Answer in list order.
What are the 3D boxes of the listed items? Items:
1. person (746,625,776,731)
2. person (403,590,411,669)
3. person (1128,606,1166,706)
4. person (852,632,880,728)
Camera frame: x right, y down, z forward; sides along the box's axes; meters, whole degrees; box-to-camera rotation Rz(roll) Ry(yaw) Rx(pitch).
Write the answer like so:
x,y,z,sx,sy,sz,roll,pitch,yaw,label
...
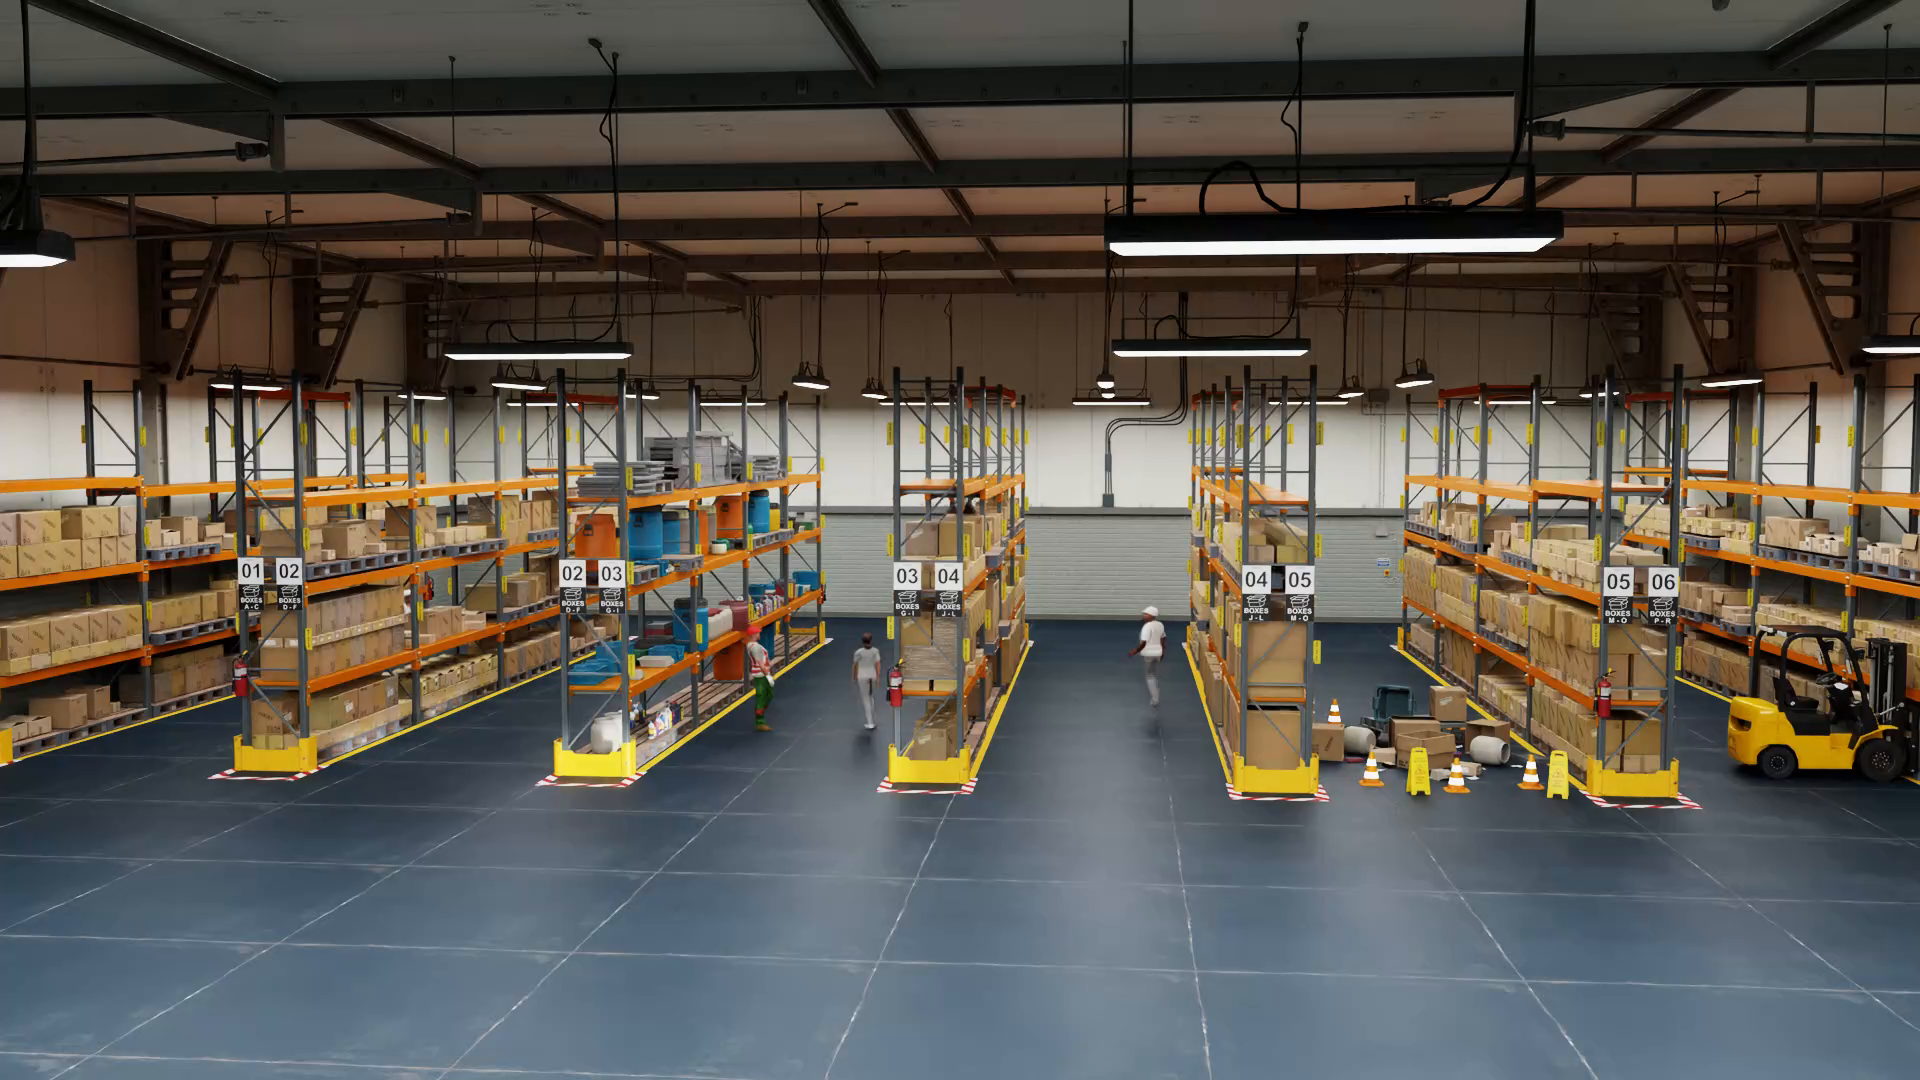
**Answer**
x,y,z,sx,sy,sz,roll,pitch,yaw,label
-3.388,2.353,28.413,0.564,1.809,0.617,0,4,5,person
-11.498,1.949,34.844,0.577,1.791,0.599,-2,4,-34,person
3.409,2.094,29.722,0.694,1.815,0.517,-2,4,-29,person
-1.610,2.418,28.513,0.472,1.713,0.546,-2,4,-34,person
